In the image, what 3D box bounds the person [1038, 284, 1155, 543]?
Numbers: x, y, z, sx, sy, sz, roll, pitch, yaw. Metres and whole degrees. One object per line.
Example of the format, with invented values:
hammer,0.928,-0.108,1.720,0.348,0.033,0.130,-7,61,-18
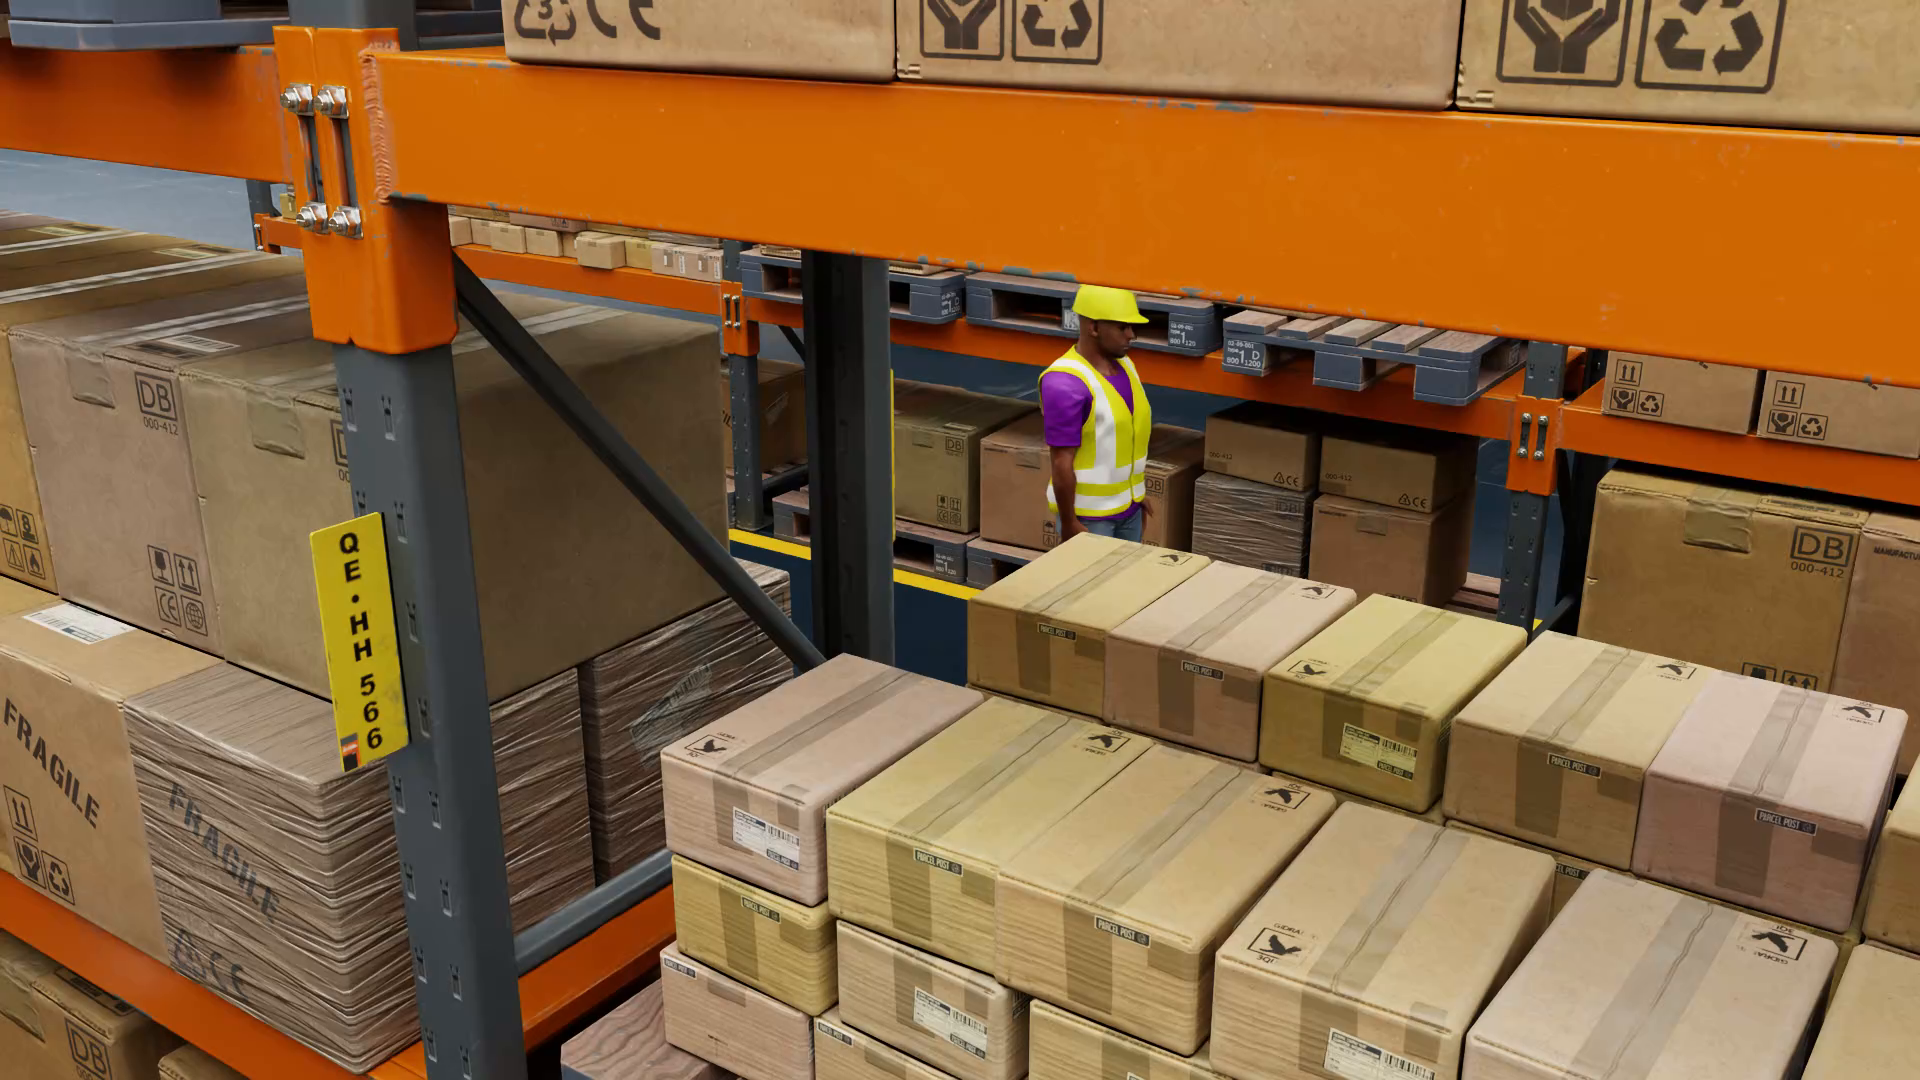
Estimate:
person,0.534,-0.130,6.411,0.361,1.764,0.565,12,23,31
